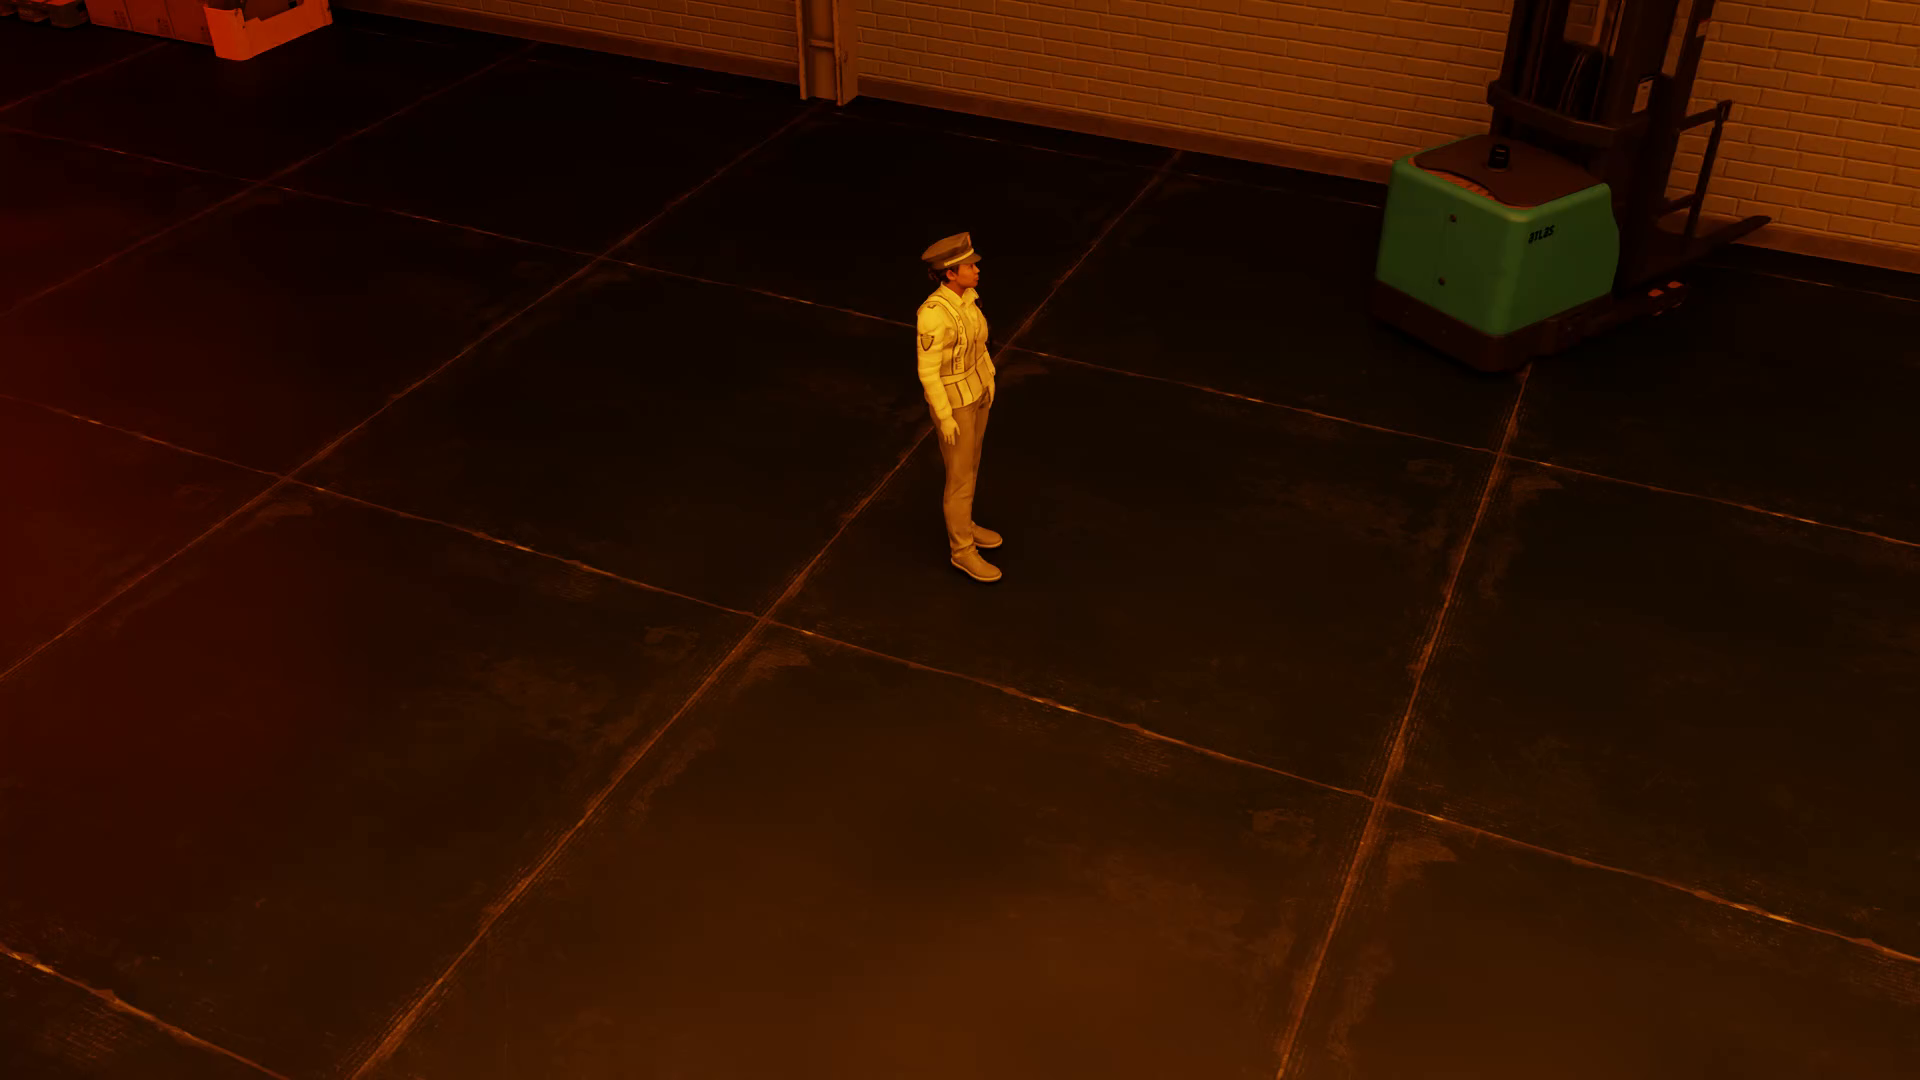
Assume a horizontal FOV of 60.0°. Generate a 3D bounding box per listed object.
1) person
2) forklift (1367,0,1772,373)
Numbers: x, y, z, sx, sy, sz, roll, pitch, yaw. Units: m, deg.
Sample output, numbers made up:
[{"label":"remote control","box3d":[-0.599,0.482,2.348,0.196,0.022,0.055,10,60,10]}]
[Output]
[{"label":"person","box3d":[0.060,-0.676,8.087,0.531,1.695,0.588,15,38,20]},{"label":"forklift","box3d":[4.078,-2.855,10.090,3.031,2.935,1.130,-22,41,-28]}]
